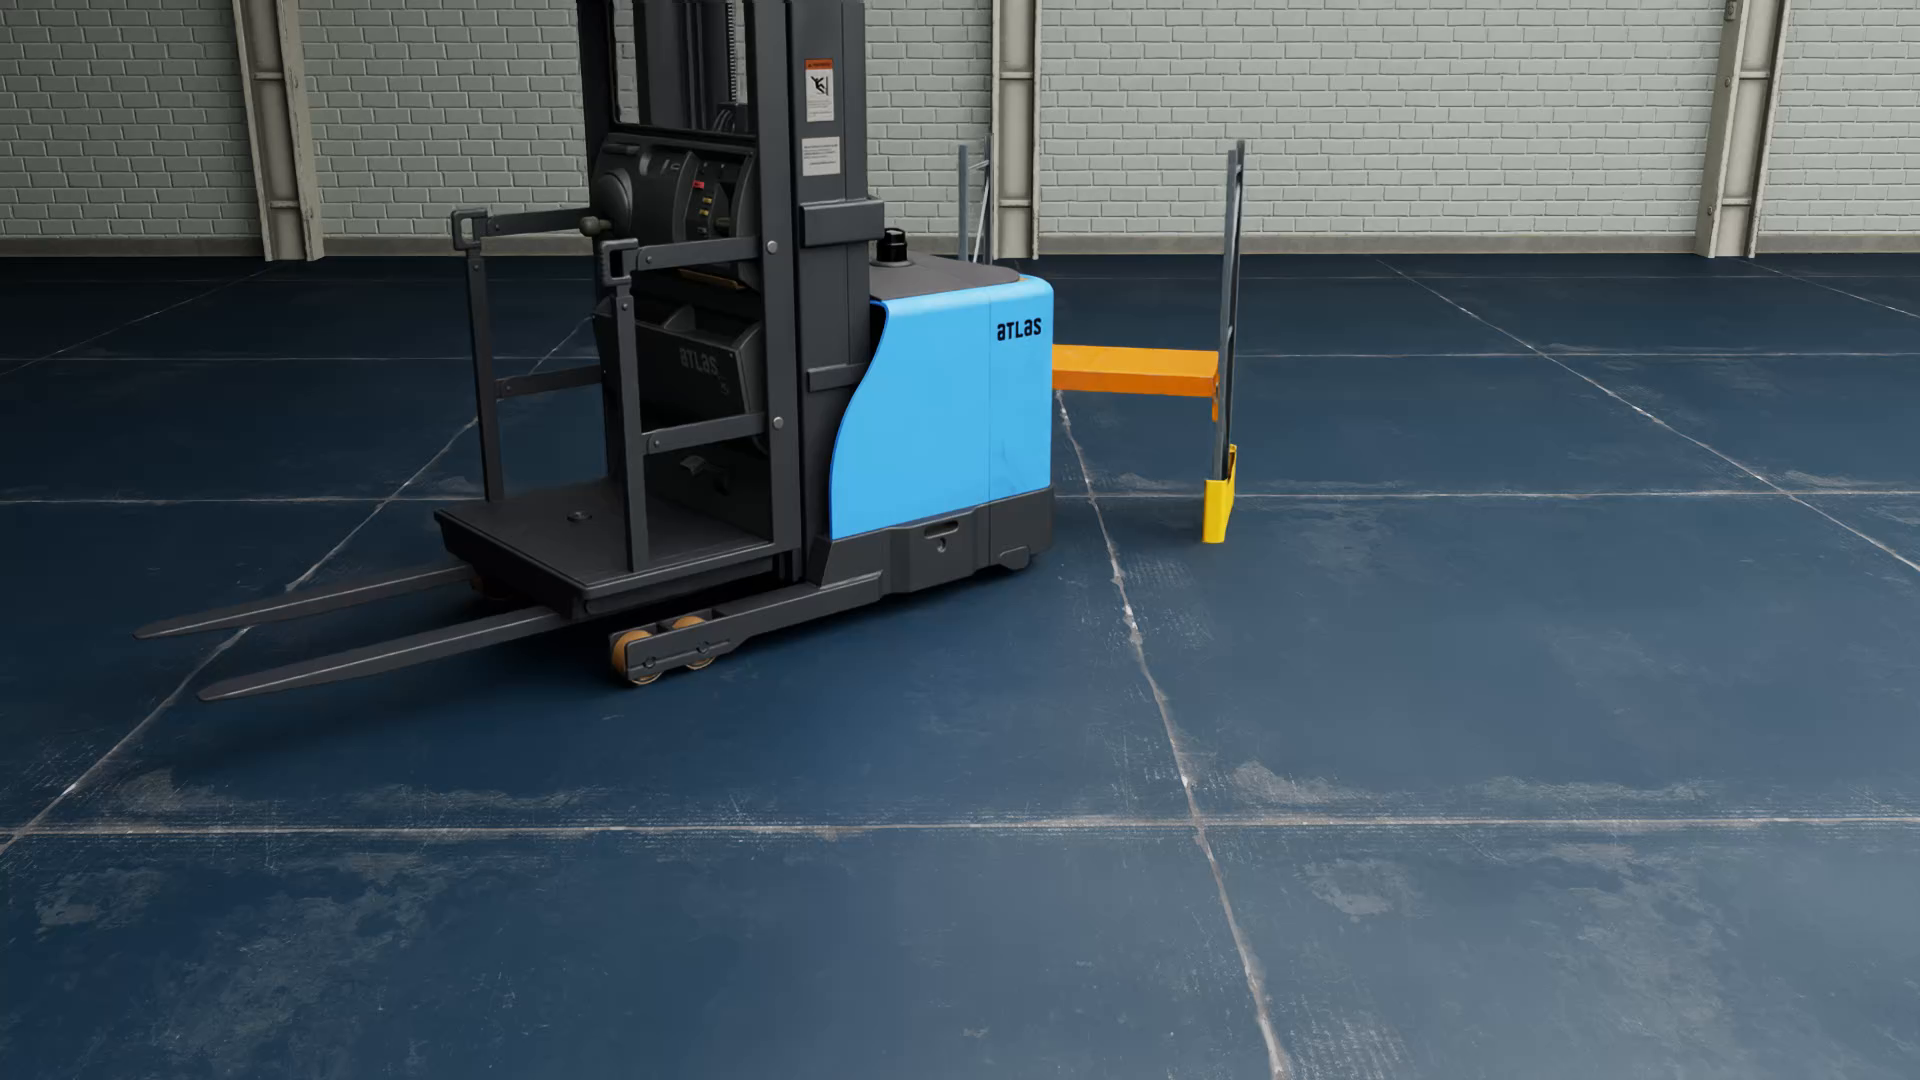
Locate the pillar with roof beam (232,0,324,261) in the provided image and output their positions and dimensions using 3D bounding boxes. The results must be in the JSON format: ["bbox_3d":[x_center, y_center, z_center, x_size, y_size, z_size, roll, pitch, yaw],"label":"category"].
[{"bbox_3d":[-5.477,-5.322,8.405,0.400,9.000,9.100,0,18,-1],"label":"pillar with roof beam"}]

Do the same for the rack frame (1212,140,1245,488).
[{"bbox_3d":[1.056,-0.792,6.560,0.032,1.500,0.500,4,18,12],"label":"rack frame"}]

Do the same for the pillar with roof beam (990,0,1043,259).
[{"bbox_3d":[0.522,-5.351,8.495,0.400,9.000,9.100,0,18,-1],"label":"pillar with roof beam"}]

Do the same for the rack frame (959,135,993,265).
[{"bbox_3d":[0.065,-0.861,6.776,0.032,1.500,0.500,4,18,12],"label":"rack frame"}]

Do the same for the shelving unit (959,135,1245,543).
[{"bbox_3d":[0.569,-0.826,6.666,1.083,1.500,0.587,4,18,12],"label":"shelving unit"}]

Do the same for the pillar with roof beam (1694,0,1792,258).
[{"bbox_3d":[6.521,-5.380,8.585,0.400,9.000,9.100,0,18,-1],"label":"pillar with roof beam"}]

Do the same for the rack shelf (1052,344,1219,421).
[{"bbox_3d":[0.560,-0.655,6.723,1.000,0.185,0.538,4,18,12],"label":"rack shelf"}]

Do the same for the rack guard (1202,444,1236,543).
[{"bbox_3d":[1.054,-0.197,6.751,0.087,0.250,0.587,4,18,12],"label":"rack guard"}]

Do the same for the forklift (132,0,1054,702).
[{"bbox_3d":[-1.100,-1.128,5.266,3.031,2.935,1.130,-15,23,-38],"label":"forklift"}]
